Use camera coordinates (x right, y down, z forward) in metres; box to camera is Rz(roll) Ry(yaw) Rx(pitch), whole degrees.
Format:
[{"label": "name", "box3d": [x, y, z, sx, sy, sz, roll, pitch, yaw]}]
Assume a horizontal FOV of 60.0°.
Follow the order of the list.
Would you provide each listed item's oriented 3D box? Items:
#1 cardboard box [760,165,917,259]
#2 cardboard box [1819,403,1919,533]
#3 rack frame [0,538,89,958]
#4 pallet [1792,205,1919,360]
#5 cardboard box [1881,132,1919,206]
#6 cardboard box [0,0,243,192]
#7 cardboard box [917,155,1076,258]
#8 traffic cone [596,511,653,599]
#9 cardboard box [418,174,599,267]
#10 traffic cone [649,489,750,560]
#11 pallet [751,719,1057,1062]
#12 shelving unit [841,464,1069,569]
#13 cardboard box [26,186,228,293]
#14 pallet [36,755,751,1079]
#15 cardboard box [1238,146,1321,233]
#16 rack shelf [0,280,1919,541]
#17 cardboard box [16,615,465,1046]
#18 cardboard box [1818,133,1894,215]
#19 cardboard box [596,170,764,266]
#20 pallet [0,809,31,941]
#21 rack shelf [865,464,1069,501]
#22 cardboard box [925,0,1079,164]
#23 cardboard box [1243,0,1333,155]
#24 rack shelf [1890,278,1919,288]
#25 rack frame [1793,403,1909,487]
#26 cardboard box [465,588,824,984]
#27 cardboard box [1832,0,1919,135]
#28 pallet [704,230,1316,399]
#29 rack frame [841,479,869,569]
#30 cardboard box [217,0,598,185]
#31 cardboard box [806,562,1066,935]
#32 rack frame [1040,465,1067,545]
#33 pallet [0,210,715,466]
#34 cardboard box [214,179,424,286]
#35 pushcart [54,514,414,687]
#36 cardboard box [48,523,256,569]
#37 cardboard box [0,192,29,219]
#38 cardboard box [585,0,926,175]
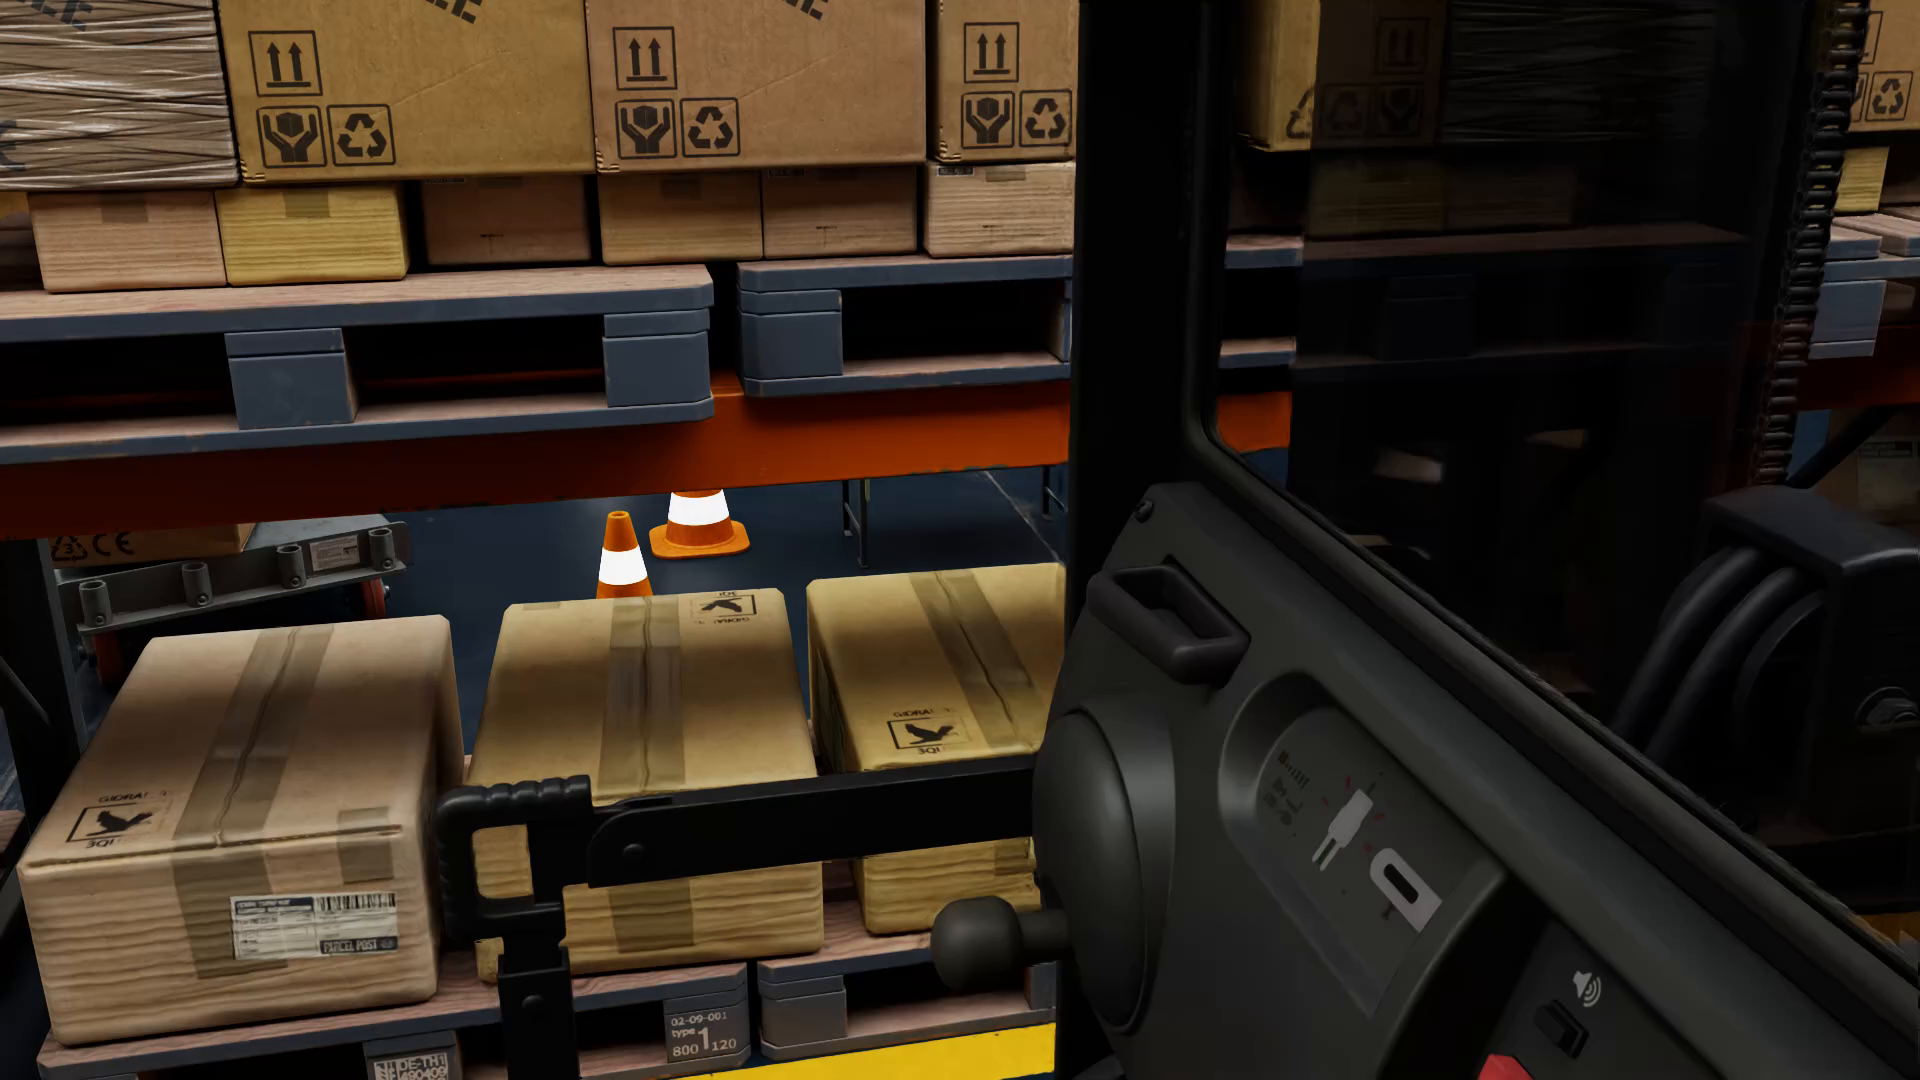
[{"label": "cardboard box", "box3d": [-0.232, -0.587, 2.810, 0.250, 0.149, 0.380, -4, 21, -12]}, {"label": "cardboard box", "box3d": [2.737, -0.022, 3.993, 0.875, 0.875, 0.875, -5, 21, -13]}, {"label": "rack frame", "box3d": [-1.847, -0.479, 2.762, 0.127, 3.000, 1.000, -5, 21, -12]}, {"label": "pallet", "box3d": [1.377, -0.614, 3.408, 1.003, 0.211, 1.213, -5, 21, -12]}, {"label": "cardboard box", "box3d": [1.781, -0.770, 3.312, 0.250, 0.149, 0.380, -4, 20, -10]}, {"label": "cardboard box", "box3d": [-1.324, -0.804, 2.461, 0.500, 0.500, 0.500, -4, 21, -11]}, {"label": "cardboard box", "box3d": [0.039, -0.590, 2.820, 0.250, 0.149, 0.380, -4, 20, -10]}, {"label": "traffic cone", "box3d": [-0.962, 0.145, 4.746, 0.334, 0.463, 0.336, -5, 21, -12]}, {"label": "cardboard box", "box3d": [-0.733, -0.561, 2.741, 0.250, 0.149, 0.380, -3, 20, -9]}, {"label": "traffic cone", "box3d": [-0.910, -0.213, 5.722, 0.334, 0.463, 0.336, -5, 21, -12]}, {"label": "pallet", "box3d": [0.100, 0.670, 3.678, 1.213, 0.211, 1.003, -5, 21, -12]}, {"label": "shelving unit", "box3d": [-0.006, -0.704, 5.555, 0.755, 1.500, 0.431, -5, 21, -12]}, {"label": "cardboard box", "box3d": [-1.236, -0.497, 2.564, 0.250, 0.149, 0.380, -4, 21, -12]}, {"label": "pallet", "box3d": [-1.089, 0.768, 3.412, 1.213, 0.211, 1.003, -5, 21, -12]}, {"label": "cardboard box", "box3d": [0.517, -0.669, 3.034, 0.250, 0.149, 0.380, -4, 21, -12]}, {"label": "rack shelf", "box3d": [0.100, -0.300, 3.318, 4.000, 0.370, 1.077, -5, 21, -12]}, {"label": "cardboard box", "box3d": [-1.337, 0.515, 3.258, 0.625, 0.372, 0.950, -4, 21, -12]}, {"label": "cardboard box", "box3d": [1.537, -0.725, 3.188, 0.250, 0.149, 0.380, -4, 21, -12]}, {"label": "cardboard box", "box3d": [-0.473, -0.568, 2.758, 0.250, 0.149, 0.380, -4, 21, -12]}, {"label": "pallet", "box3d": [-2.492, 0.895, 3.065, 1.213, 0.211, 1.003, -5, 21, -12]}, {"label": "rack shelf", "box3d": [-0.006, -0.398, 5.667, 0.720, 0.370, 0.431, -5, 21, -12]}, {"label": "cardboard box", "box3d": [0.145, -0.923, 2.785, 0.500, 0.500, 0.500, -6, 21, -15]}, {"label": "cardboard box", "box3d": [0.676, -0.966, 2.902, 0.500, 0.500, 0.500, -6, 21, -16]}, {"label": "rack shelf", "box3d": [3.992, -0.616, 4.182, 4.000, 0.370, 1.077, -5, 21, -12]}, {"label": "rack frame", "box3d": [2.046, -0.796, 3.627, 0.127, 3.000, 1.000, -5, 21, -12]}, {"label": "cardboard box", "box3d": [-0.638, 0.457, 3.416, 0.625, 0.372, 0.950, -3, 20, -9]}, {"label": "cardboard box", "box3d": [1.668, -1.051, 3.134, 0.500, 0.500, 0.500, -5, 21, -14]}, {"label": "pallet", "box3d": [0.129, -0.536, 3.194, 1.213, 0.211, 1.003, -5, 21, -12]}, {"label": "rack frame", "box3d": [-0.363, -0.675, 5.476, 0.023, 1.500, 0.400, -5, 21, -12]}, {"label": "cardboard box", "box3d": [-0.837, -0.844, 2.570, 0.500, 0.500, 0.500, -5, 21, -12]}, {"label": "cardboard box", "box3d": [0.038, 0.401, 3.568, 0.625, 0.372, 0.950, -4, 20, -11]}, {"label": "rack frame", "box3d": [0.350, -0.733, 5.634, 0.023, 1.500, 0.400, -5, 21, -12]}, {"label": "pallet", "box3d": [-1.069, -0.401, 2.828, 1.213, 0.211, 1.003, -5, 21, -12]}, {"label": "cardboard box", "box3d": [-0.991, -0.513, 2.610, 0.250, 0.149, 0.380, -4, 21, -11]}, {"label": "pushcart", "box3d": [-2.420, -0.007, 5.286, 0.936, 0.377, 1.648, -13, 24, -31]}, {"label": "cardboard box", "box3d": [-2.285, -0.255, 4.682, 0.500, 0.500, 0.500, -5, 21, -12]}, {"label": "cardboard box", "box3d": [-3.712, -1.301, 7.485, 0.875, 0.875, 0.875, -4, 21, -12]}, {"label": "cardboard box", "box3d": [-0.353, -0.879, 2.664, 0.500, 0.500, 0.500, -5, 21, -13]}]
